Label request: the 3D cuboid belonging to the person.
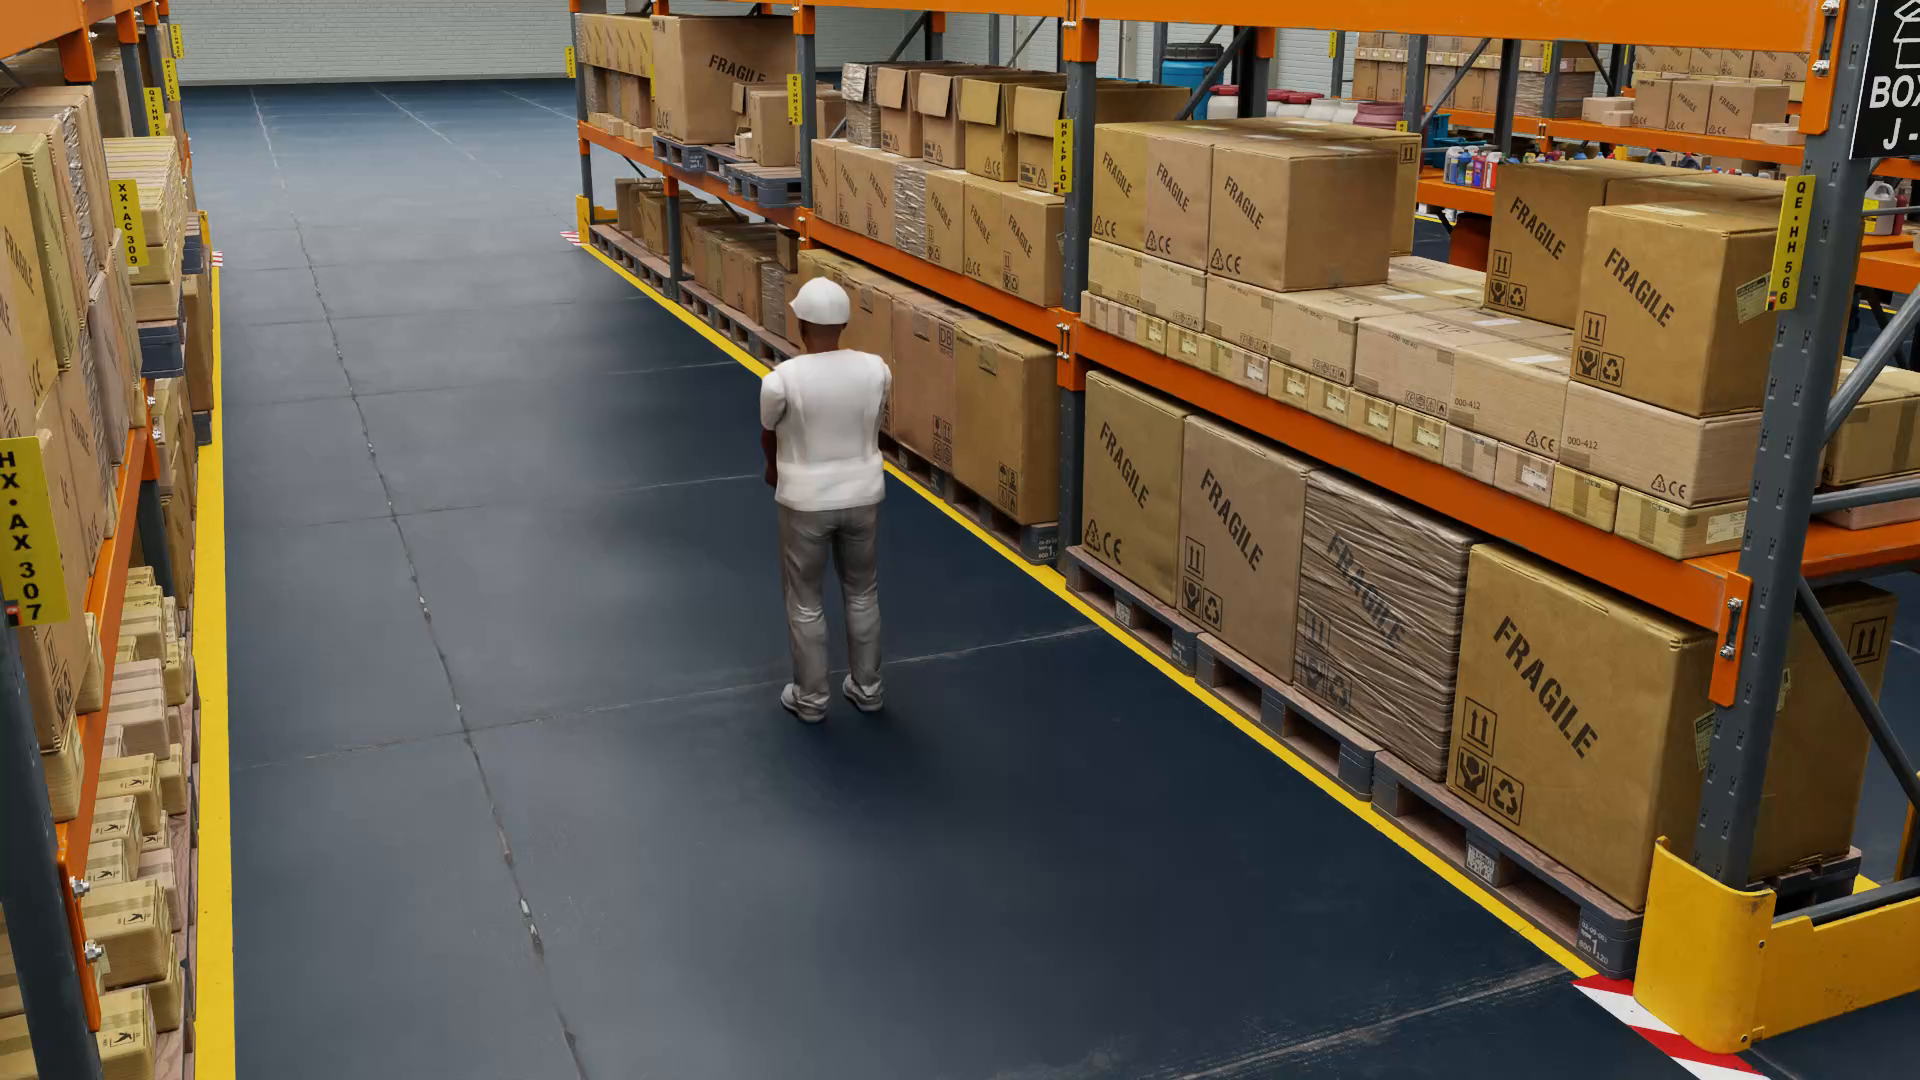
[{"bbox_3d":[-0.558,-0.178,6.557,0.504,1.761,0.578,-8,20,-21],"label":"person"}]
